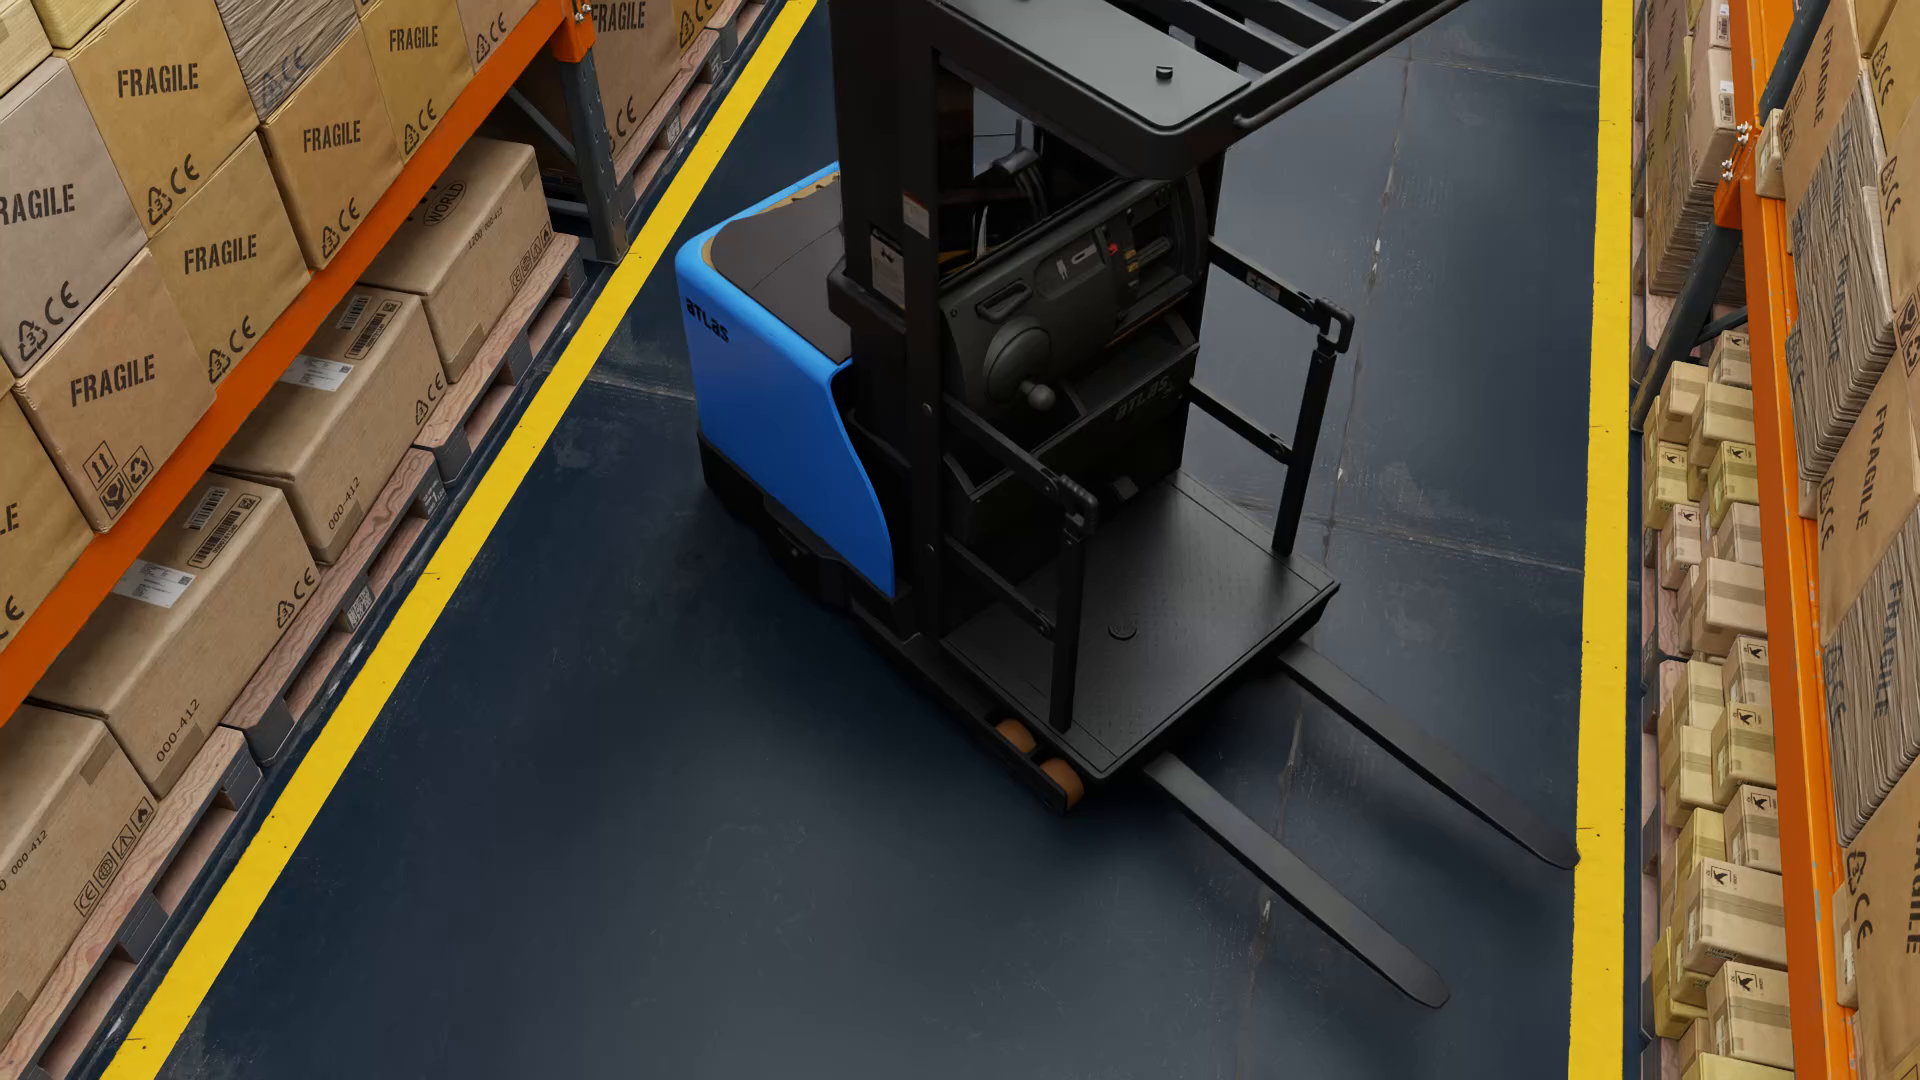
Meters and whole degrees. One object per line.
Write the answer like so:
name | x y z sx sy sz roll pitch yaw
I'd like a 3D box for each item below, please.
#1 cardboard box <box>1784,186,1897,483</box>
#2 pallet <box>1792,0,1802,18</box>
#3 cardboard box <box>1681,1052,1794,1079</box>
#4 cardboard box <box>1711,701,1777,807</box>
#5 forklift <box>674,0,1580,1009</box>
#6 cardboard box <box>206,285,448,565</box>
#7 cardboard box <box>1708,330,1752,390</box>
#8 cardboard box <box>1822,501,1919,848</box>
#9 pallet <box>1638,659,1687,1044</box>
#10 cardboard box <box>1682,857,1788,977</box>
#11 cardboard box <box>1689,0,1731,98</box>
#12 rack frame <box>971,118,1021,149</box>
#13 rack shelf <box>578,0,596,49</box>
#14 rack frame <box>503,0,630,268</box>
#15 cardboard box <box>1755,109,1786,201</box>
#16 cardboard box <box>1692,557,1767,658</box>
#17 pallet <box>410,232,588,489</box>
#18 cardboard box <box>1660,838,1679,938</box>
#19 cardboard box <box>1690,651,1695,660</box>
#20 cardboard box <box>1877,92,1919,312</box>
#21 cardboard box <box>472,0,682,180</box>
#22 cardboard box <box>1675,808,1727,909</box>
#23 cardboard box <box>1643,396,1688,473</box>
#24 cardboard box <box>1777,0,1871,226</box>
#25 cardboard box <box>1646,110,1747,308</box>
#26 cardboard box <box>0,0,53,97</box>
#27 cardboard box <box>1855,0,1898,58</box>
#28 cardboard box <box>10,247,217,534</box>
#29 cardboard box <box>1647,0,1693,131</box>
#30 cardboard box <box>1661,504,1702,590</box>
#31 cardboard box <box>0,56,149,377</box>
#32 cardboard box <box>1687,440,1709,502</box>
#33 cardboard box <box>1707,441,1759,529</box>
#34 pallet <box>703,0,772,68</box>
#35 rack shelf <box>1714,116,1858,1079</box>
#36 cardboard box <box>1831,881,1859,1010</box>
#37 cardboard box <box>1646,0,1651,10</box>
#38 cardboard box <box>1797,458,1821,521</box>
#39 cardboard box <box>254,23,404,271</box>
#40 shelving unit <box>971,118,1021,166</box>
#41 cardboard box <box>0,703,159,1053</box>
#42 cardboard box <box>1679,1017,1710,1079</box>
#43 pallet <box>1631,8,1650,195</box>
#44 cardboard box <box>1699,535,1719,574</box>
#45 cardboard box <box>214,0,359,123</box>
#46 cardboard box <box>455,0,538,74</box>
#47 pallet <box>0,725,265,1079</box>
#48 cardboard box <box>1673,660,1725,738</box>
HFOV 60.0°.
cardboard box | 2.291 -0.440 3.873 0.500 0.500 0.500 11 49 9
pallet | 3.296 -1.794 5.461 1.003 0.211 1.213 12 50 10
cardboard box | 1.864 1.351 3.781 0.380 0.149 0.250 11 49 9
cardboard box | 2.228 0.607 4.438 0.380 0.149 0.250 12 50 10
forklift | 0.470 -0.592 4.318 1.130 2.935 3.031 -35 57 -27
cardboard box | -2.351 -0.448 5.574 0.875 0.438 0.875 10 49 9
cardboard box | 2.664 -0.518 5.431 0.380 0.149 0.250 13 50 12
cardboard box | 2.037 0.312 3.209 0.500 0.500 0.500 12 50 10
pallet | 2.493 0.967 4.756 1.003 0.211 1.213 12 50 10
cardboard box | 2.010 0.971 4.117 0.380 0.149 0.250 13 50 11
cardboard box | 3.055 -1.852 6.270 0.500 0.250 0.500 14 50 12
rack frame | 0.094 -1.181 6.192 0.240 0.900 0.006 -3 49 -3
rack shelf | -1.321 -3.446 7.271 1.077 0.370 4.000 12 50 10
rack frame | -1.847 -2.238 5.724 1.000 3.000 0.127 12 50 10
cardboard box | 2.565 -1.110 4.897 0.380 0.149 0.250 13 50 11
cardboard box | 2.323 0.223 4.777 0.380 0.149 0.250 13 50 11
pallet | -2.123 -0.780 6.298 1.003 0.211 1.213 12 50 10
cardboard box | 2.112 0.990 4.497 0.380 0.149 0.250 12 50 11
cardboard box | 2.408 0.448 4.975 0.380 0.149 0.250 10 49 8
cardboard box | 2.317 -0.782 3.507 0.500 0.500 0.500 12 50 11
cardboard box | -1.761 -2.138 6.773 0.875 0.875 0.875 13 50 11
cardboard box | 2.110 0.892 4.385 0.380 0.149 0.250 14 50 12
cardboard box | 2.549 -0.329 5.661 0.380 0.149 0.250 10 49 8
cardboard box | 2.581 -1.157 4.505 0.500 0.500 0.500 11 49 9
cardboard box | 2.907 -1.231 6.223 0.500 0.500 0.500 11 49 9
cardboard box | -2.184 -1.060 3.519 0.380 0.149 0.250 12 50 10
cardboard box | 2.601 -1.518 4.157 0.500 0.500 0.500 13 50 11
cardboard box | -2.239 -0.404 4.039 0.500 0.500 0.500 11 50 10
cardboard box | 3.181 -1.972 6.877 0.500 0.500 0.500 11 49 9
cardboard box | 2.464 0.053 5.324 0.380 0.149 0.250 11 50 10
cardboard box | -2.242 -0.748 3.676 0.500 0.500 0.500 11 50 10
cardboard box | 2.571 -0.228 5.374 0.380 0.149 0.250 12 50 10
cardboard box | 2.516 -0.138 5.095 0.380 0.149 0.250 11 49 10
pallet | -1.398 -2.773 8.057 1.003 0.211 1.213 12 50 10
rack shelf | 2.428 0.351 3.919 1.077 0.370 4.000 12 50 10
cardboard box | 1.913 0.805 3.206 0.380 0.149 0.250 13 50 11
cardboard box | 3.446 -2.713 7.531 0.500 0.500 0.500 12 50 10
cardboard box | 2.265 -0.148 4.048 0.380 0.149 0.250 14 50 12
cardboard box | -1.971 -1.145 4.693 0.500 0.500 0.500 11 49 9
shelving unit | 0.101 -1.105 6.125 0.258 0.900 0.210 -3 49 -3
cardboard box | -2.823 0.868 4.412 0.875 0.438 0.875 10 49 9
cardboard box | 2.014 1.381 4.152 0.380 0.149 0.250 12 50 10
pallet | 3.477 -1.860 7.251 1.003 0.211 1.213 12 50 10
cardboard box | 2.468 0.150 5.040 0.380 0.149 0.250 9 49 8
cardboard box | -1.971 -1.470 4.313 0.500 0.500 0.500 12 50 11
cardboard box | -1.723 -1.885 5.346 0.500 0.500 0.500 12 50 10
pallet | -2.765 0.985 4.740 1.003 0.211 1.213 12 50 10
cardboard box | 2.245 0.514 4.718 0.380 0.149 0.250 11 50 10
